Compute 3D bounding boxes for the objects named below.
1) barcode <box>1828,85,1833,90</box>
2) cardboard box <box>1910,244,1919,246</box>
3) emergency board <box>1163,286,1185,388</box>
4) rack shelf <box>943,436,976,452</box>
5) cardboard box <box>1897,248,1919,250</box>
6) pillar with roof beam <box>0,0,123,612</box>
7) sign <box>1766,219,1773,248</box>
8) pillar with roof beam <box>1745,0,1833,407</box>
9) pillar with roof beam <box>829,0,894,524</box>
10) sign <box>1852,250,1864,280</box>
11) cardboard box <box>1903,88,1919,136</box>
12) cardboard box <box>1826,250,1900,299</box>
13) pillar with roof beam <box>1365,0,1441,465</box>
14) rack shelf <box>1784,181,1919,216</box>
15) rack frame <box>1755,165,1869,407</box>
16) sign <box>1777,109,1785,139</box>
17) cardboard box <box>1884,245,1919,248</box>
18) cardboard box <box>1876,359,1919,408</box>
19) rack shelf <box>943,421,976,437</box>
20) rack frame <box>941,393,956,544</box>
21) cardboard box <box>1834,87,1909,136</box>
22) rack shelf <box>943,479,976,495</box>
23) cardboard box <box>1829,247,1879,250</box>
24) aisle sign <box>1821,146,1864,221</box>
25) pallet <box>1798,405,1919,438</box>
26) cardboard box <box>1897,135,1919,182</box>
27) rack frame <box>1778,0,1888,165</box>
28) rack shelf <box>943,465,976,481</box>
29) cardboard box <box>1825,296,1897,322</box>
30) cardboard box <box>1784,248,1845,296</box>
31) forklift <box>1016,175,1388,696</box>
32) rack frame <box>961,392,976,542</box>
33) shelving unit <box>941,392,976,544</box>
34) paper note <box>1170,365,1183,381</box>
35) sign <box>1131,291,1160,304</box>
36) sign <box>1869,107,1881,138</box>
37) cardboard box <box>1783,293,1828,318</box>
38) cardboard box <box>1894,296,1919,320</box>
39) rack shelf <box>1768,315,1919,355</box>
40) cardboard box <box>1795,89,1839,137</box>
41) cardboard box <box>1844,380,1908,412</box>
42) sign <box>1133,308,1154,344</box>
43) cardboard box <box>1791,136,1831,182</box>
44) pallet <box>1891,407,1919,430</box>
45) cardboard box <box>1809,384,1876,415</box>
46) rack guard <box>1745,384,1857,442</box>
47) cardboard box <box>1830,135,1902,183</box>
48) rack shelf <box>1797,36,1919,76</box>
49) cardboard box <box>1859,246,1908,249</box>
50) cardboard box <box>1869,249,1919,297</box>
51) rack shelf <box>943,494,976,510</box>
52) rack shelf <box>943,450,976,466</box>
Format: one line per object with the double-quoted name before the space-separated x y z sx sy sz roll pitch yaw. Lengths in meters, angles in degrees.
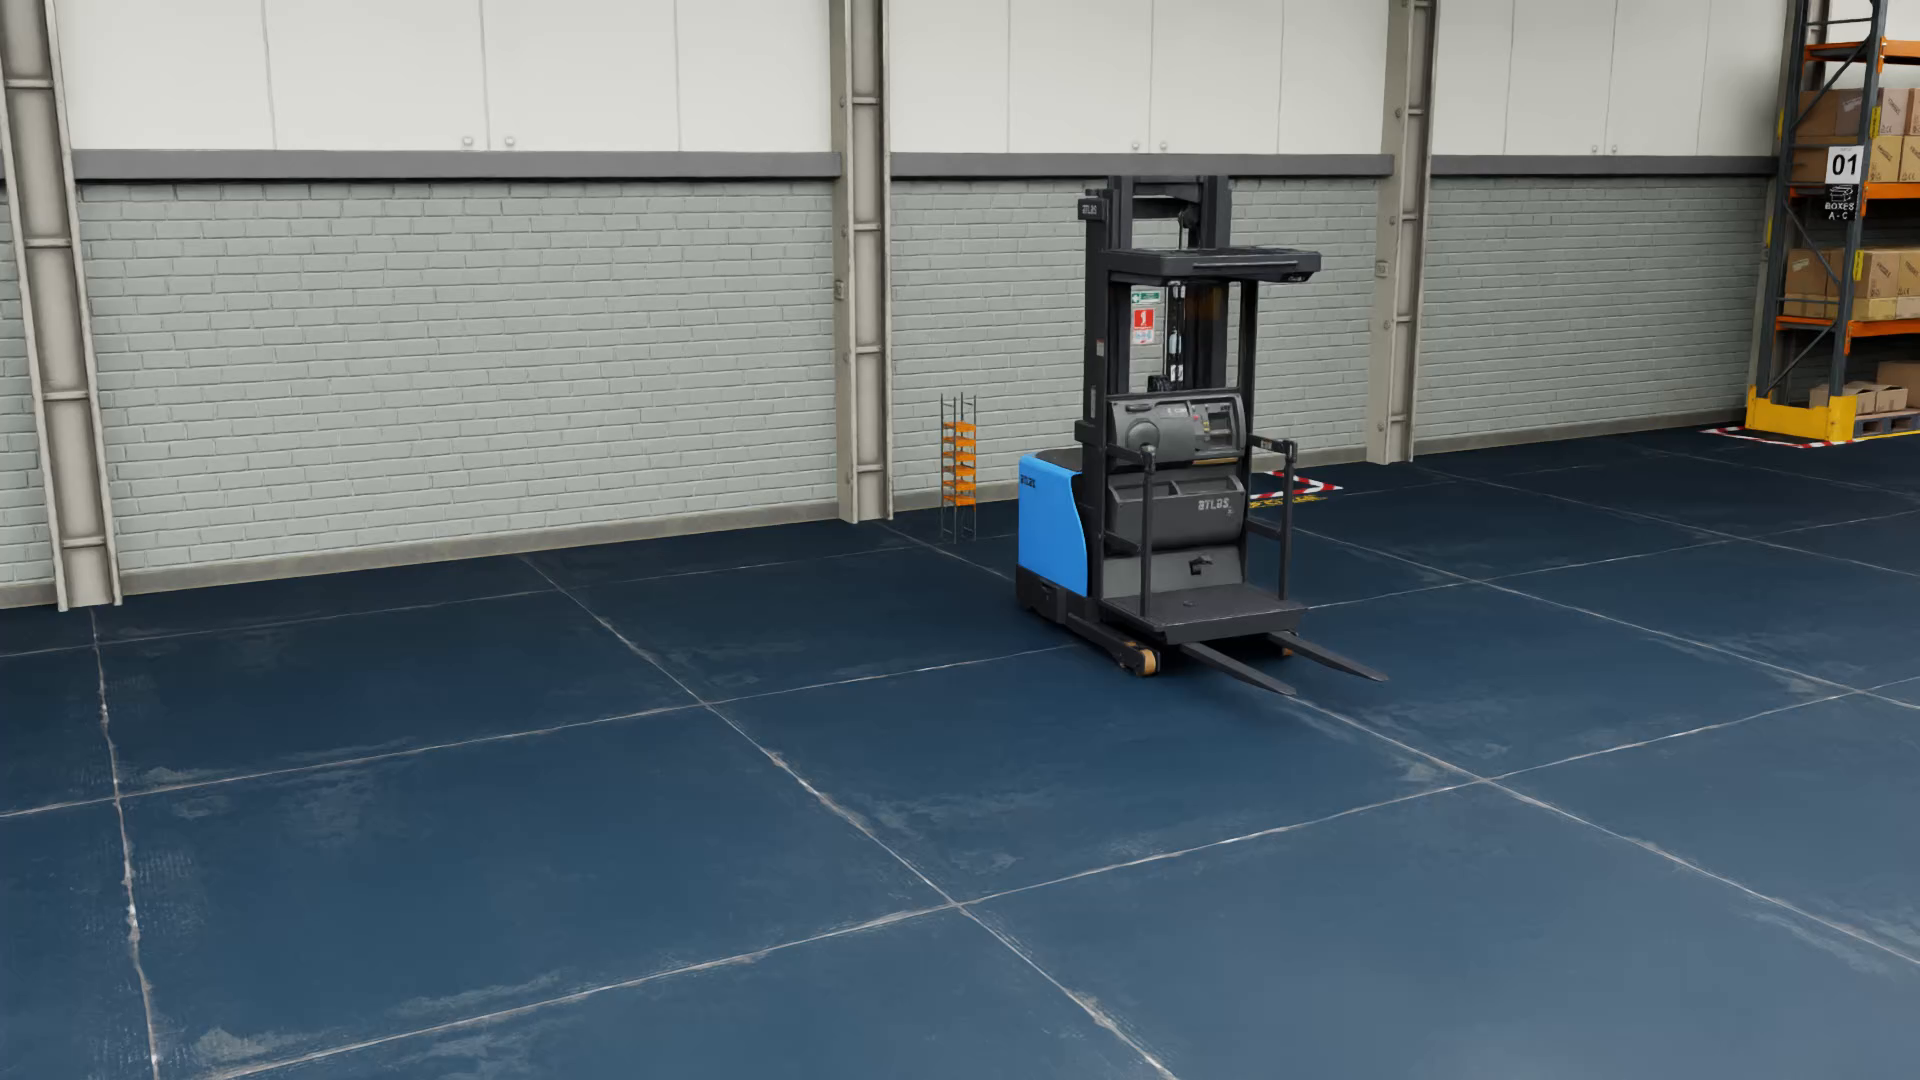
"barcode" 9.896 -5.137 18.902 0.075 0.075 0.001 -7 14 -28
"cardboard box" 11.615 -3.283 19.952 0.500 0.500 0.500 -6 14 -26
"emergency board" 2.258 -2.030 15.799 0.643 1.169 0.194 -7 14 -28
"rack shelf" -0.013 -0.775 13.428 0.180 0.103 0.258 -7 14 -28
"cardboard box" 10.970 -3.072 19.014 0.500 0.500 0.500 -7 15 -30
"pillar with roof beam" -4.024 -3.118 6.967 0.400 9.000 9.100 -7 14 -28
"sign" 9.264 -3.502 18.981 0.005 0.325 0.100 -7 14 -28
"pillar with roof beam" 11.775 -5.011 15.381 0.400 9.000 9.100 -7 14 -28
"pillar with roof beam" 1.242 -3.749 9.771 0.400 9.000 9.100 -7 14 -28
"sign" 9.772 -2.992 18.098 0.005 0.325 0.100 -7 14 -28
"cardboard box" 10.431 -4.720 18.369 0.500 0.500 0.500 -7 14 -29
"cardboard box" 10.075 -2.968 18.556 0.500 0.500 0.500 -7 14 -28
"pillar with roof beam" 6.508 -4.380 12.576 0.400 9.000 9.100 -7 14 -28
"rack shelf" 11.268 -3.997 19.342 4.000 0.370 1.077 -7 14 -28
"rack frame" 9.512 -2.674 18.658 0.127 3.000 1.000 -7 14 -28
"sign" 9.264 -4.678 18.716 0.005 0.325 0.100 -7 14 -28
"cardboard box" 11.164 -3.226 19.700 0.500 0.500 0.500 -7 14 -27
"cardboard box" 11.331 -1.852 19.697 0.500 0.500 0.700 -8 15 -31
"rack shelf" -0.013 -0.892 13.401 0.180 0.103 0.258 -7 14 -28
"rack frame" -0.093 -0.574 13.428 0.006 1.200 0.240 -7 14 -28
"cardboard box" 9.967 -4.677 18.178 0.500 0.500 0.500 -8 15 -32
"rack shelf" -0.013 -0.423 13.507 0.180 0.103 0.258 -7 14 -28
"cardboard box" 10.271 -3.118 19.219 0.500 0.500 0.500 -7 14 -27
"aisle sign" 9.593 -3.877 18.082 0.004 0.787 0.394 -7 14 -28
"pallet" 10.309 -1.400 19.349 1.213 0.211 1.003 -7 14 -28
"cardboard box" 10.414 -4.232 18.478 0.500 0.500 0.500 -6 14 -24
"rack frame" 9.512 -5.601 17.999 0.127 3.000 1.000 -7 14 -28
"rack shelf" -0.013 -0.540 13.480 0.180 0.103 0.258 -7 14 -28
"cardboard box" 10.093 -2.600 18.628 0.500 0.250 0.500 -7 15 -29
"cardboard box" 9.824 -3.067 18.992 0.500 0.500 0.500 -7 14 -28
"forklift" 1.446 -0.717 10.121 1.130 2.935 3.031 -6 14 -23
"rack frame" 0.068 -0.593 13.513 0.006 1.200 0.240 -7 14 -28
"shelving unit" -0.013 -0.584 13.471 0.189 1.200 0.258 -7 14 -28
"paper note" 2.070 -1.595 15.872 0.142 0.148 0.016 -7 14 -28
"sign" 1.732 -2.267 15.561 0.331 0.109 0.001 -7 14 -28
"sign" 9.772 -4.459 17.768 0.005 0.325 0.100 -7 14 -28
"cardboard box" 9.830 -2.697 19.057 0.500 0.250 0.500 -7 14 -27
"cardboard box" 10.542 -2.658 18.883 0.500 0.250 0.500 -7 15 -30
"rack shelf" 11.268 -2.533 19.672 4.000 0.370 1.077 -7 14 -28
"cardboard box" 9.765 -4.779 18.631 0.500 0.500 0.500 -6 14 -25
"cardboard box" 10.663 -1.692 19.418 0.500 0.311 0.500 -6 14 -23
"sign" 1.724 -2.009 15.624 0.234 0.329 0.001 -7 14 -28
"cardboard box" 9.757 -4.288 18.727 0.500 0.500 0.500 -6 14 -24
"pallet" 11.378 -1.527 19.915 1.213 0.211 1.003 -7 14 -28
"cardboard box" 10.163 -1.632 19.151 0.500 0.311 0.500 -9 15 -34
"rack guard" 9.579 -1.462 18.968 0.348 0.500 1.175 -7 14 -28
"cardboard box" 9.925 -4.183 18.258 0.500 0.500 0.500 -6 14 -26
"rack shelf" 11.268 -5.458 19.013 4.000 0.370 1.077 -7 14 -28
"cardboard box" 10.722 -3.173 19.464 0.500 0.500 0.500 -7 15 -29
"cardboard box" 10.514 -3.019 18.778 0.500 0.500 0.500 -7 14 -28
"rack shelf" -0.013 -0.306 13.533 0.180 0.103 0.258 -7 14 -28
"rack shelf" -0.013 -0.658 13.454 0.180 0.103 0.258 -7 14 -28
